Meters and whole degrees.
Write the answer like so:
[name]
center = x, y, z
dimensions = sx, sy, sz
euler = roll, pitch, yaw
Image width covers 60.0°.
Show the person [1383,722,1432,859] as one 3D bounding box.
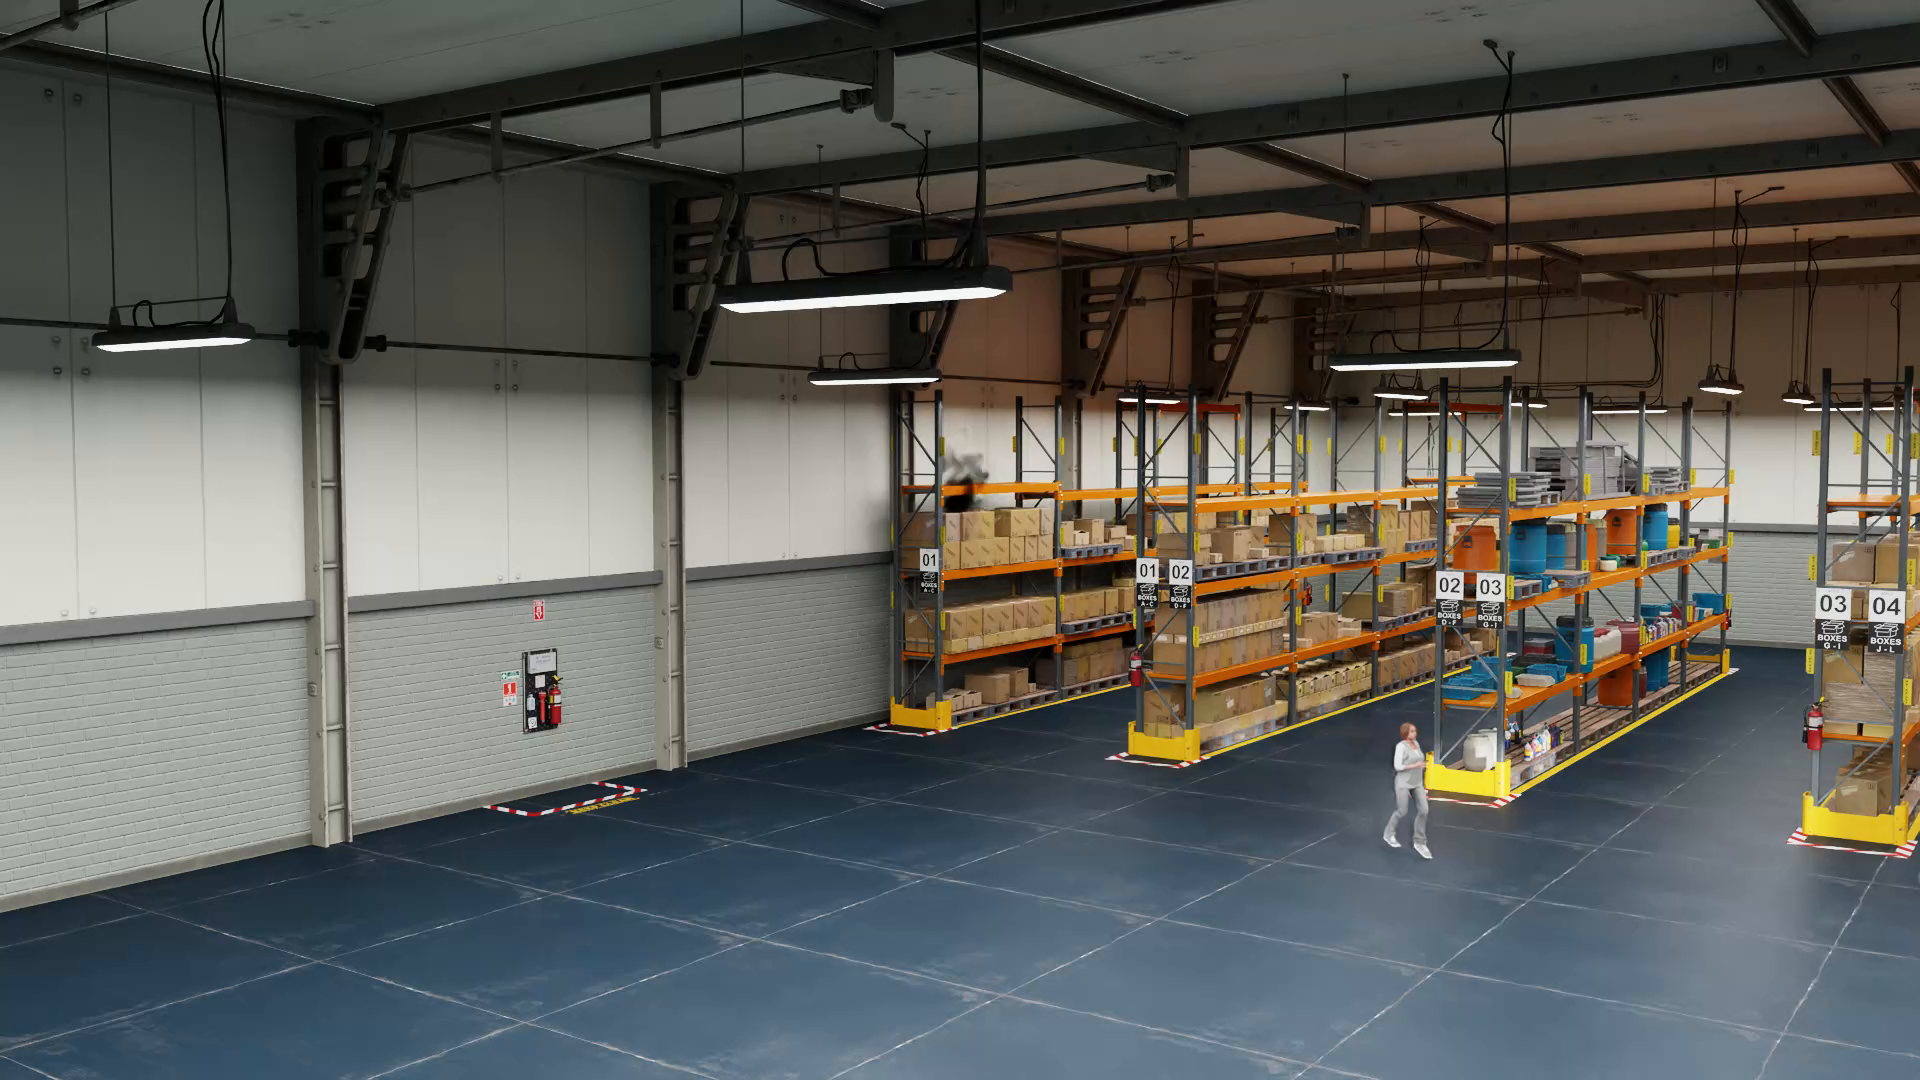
[person]
center = 5.492, 3.052, 20.392
dimensions = 0.517, 1.607, 0.702
euler = -2, 4, -30
